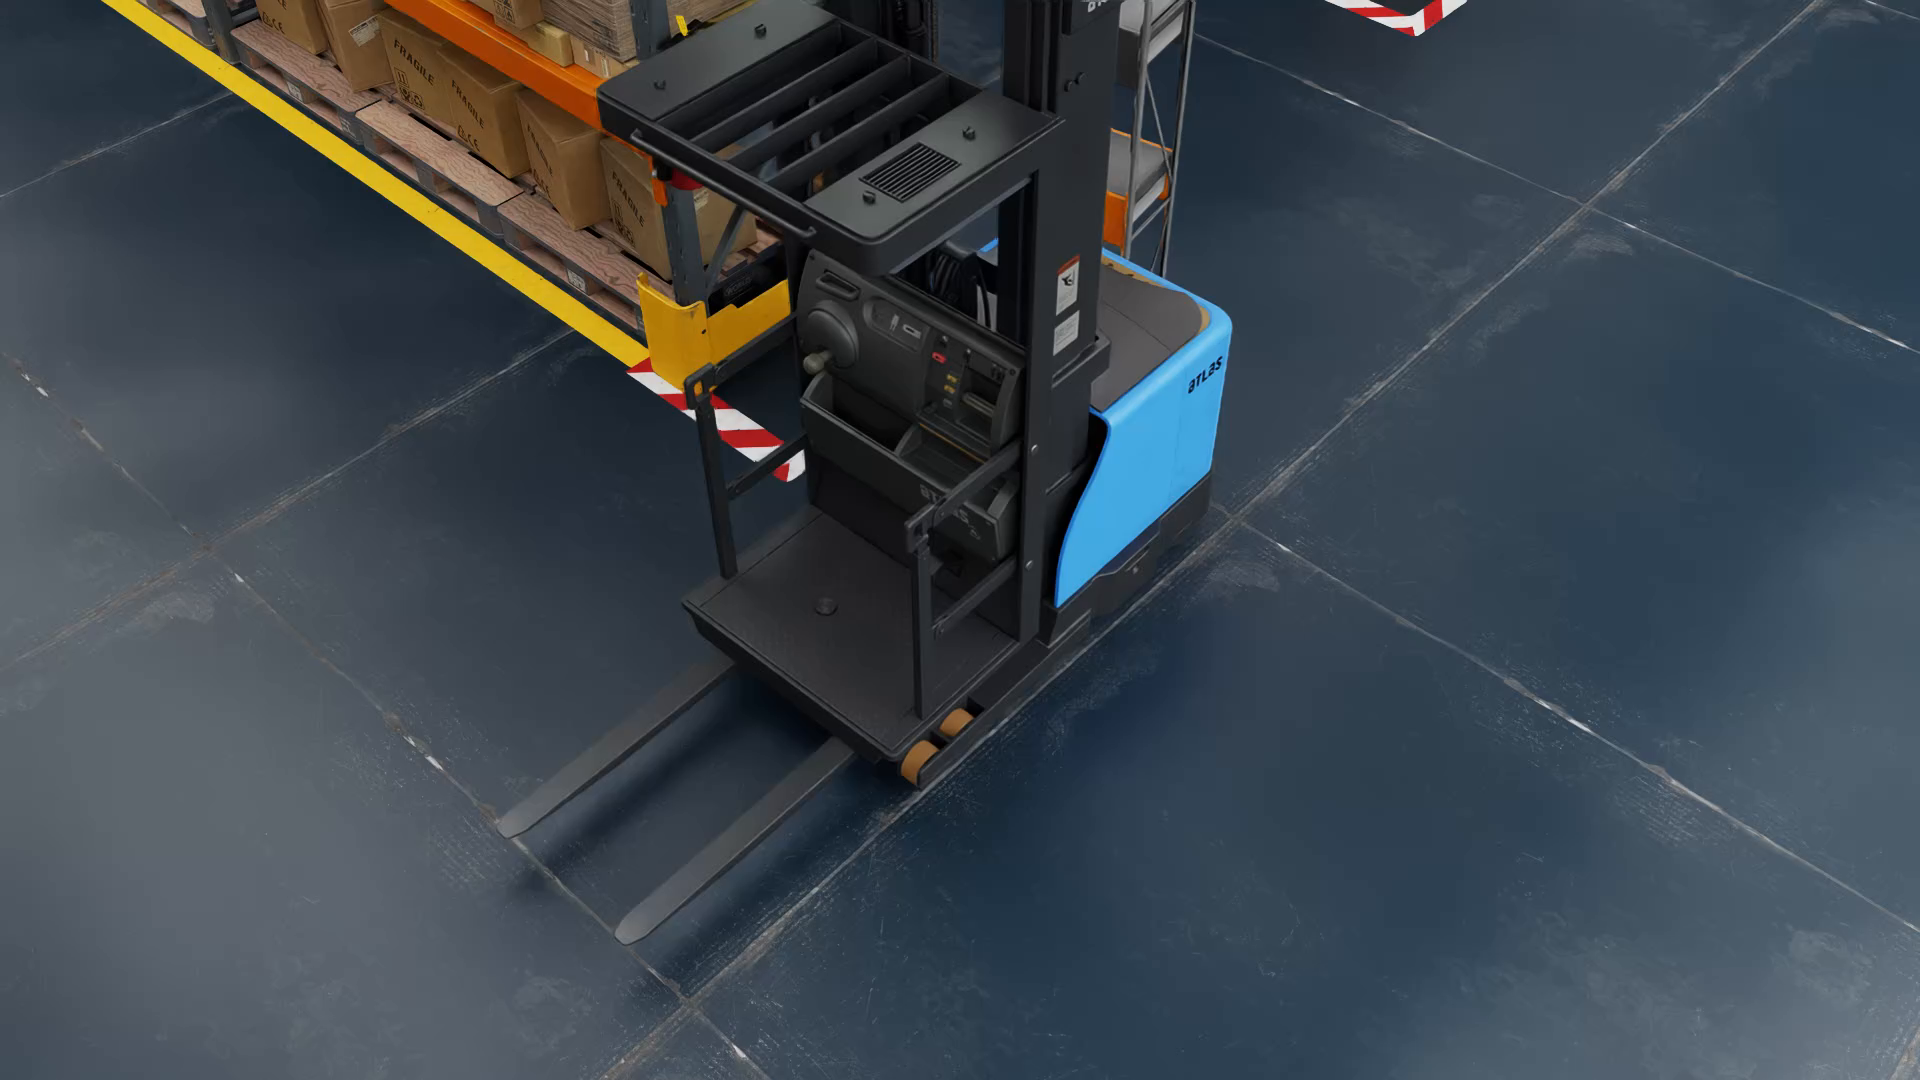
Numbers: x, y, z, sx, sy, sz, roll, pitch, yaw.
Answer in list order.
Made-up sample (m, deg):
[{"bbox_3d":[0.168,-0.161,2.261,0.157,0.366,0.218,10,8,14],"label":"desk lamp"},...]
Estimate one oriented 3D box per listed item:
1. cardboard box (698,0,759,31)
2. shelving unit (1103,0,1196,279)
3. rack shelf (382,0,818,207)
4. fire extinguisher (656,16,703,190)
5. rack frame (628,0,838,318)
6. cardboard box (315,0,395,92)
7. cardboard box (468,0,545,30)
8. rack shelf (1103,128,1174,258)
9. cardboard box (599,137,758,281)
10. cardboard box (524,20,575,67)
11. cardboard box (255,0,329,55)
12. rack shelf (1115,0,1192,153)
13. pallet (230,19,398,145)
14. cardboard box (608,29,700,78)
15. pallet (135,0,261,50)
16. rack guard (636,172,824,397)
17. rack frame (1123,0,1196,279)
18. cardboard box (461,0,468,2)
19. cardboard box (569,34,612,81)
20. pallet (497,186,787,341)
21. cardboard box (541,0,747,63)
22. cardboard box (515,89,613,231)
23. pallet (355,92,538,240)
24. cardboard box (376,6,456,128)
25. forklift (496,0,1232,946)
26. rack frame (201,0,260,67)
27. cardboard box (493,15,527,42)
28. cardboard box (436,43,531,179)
[{"bbox_3d":[-0.906,-2.193,7.032,0.250,0.149,0.380,34,55,28],"label":"cardboard box"},{"bbox_3d":[0.548,-1.366,6.701,0.503,2.100,0.431,25,52,22],"label":"shelving unit"},{"bbox_3d":[-2.328,-2.753,7.879,4.000,0.370,1.077,34,55,28],"label":"rack shelf"},{"bbox_3d":[-1.086,-1.680,6.432,0.183,0.674,0.296,34,55,28],"label":"fire extinguisher"},{"bbox_3d":[-0.858,-2.010,6.688,0.127,3.000,1.000,34,55,28],"label":"rack frame"},{"bbox_3d":[-3.104,-2.778,8.836,0.500,0.500,0.500,-22,51,-19],"label":"cardboard box"},{"bbox_3d":[-1.692,-2.616,6.984,0.500,0.500,0.875,34,55,28],"label":"cardboard box"},{"bbox_3d":[0.548,-1.357,6.711,0.480,0.518,0.431,25,52,22],"label":"rack shelf"},{"bbox_3d":[-1.305,-1.616,7.745,0.500,0.500,0.500,-28,53,-24],"label":"cardboard box"},{"bbox_3d":[-1.609,-2.174,7.015,0.250,0.149,0.380,34,55,28],"label":"cardboard box"},{"bbox_3d":[-3.531,-3.057,9.098,0.500,0.500,0.500,32,55,27],"label":"cardboard box"},{"bbox_3d":[0.548,-1.836,6.201,0.480,0.518,0.431,25,52,22],"label":"rack shelf"},{"bbox_3d":[-3.280,-2.720,9.268,1.213,0.211,1.003,34,55,28],"label":"pallet"},{"bbox_3d":[-1.207,-1.955,6.808,0.250,0.149,0.380,34,55,28],"label":"cardboard box"},{"bbox_3d":[-4.370,-3.418,9.923,1.213,0.211,1.003,34,55,28],"label":"pallet"},{"bbox_3d":[-0.914,-1.192,7.635,0.348,0.500,1.175,34,55,28],"label":"rack guard"},{"bbox_3d":[0.753,-1.270,6.611,0.015,2.100,0.400,25,52,22],"label":"rack frame"},{"bbox_3d":[-2.137,-2.564,7.380,0.250,0.149,0.380,34,55,28],"label":"cardboard box"},{"bbox_3d":[-1.391,-2.078,6.925,0.250,0.149,0.380,34,55,28],"label":"cardboard box"},{"bbox_3d":[-1.487,-1.514,8.135,1.213,0.211,1.003,34,55,28],"label":"pallet"},{"bbox_3d":[-1.243,-2.433,6.813,0.500,0.500,0.875,34,55,28],"label":"cardboard box"},{"bbox_3d":[-1.768,-1.893,8.005,0.500,0.500,0.500,-25,52,-21],"label":"cardboard box"},{"bbox_3d":[-2.379,-2.117,8.702,1.213,0.211,1.003,34,55,28],"label":"pallet"},{"bbox_3d":[-2.595,-2.513,8.587,0.500,0.500,0.500,29,53,25],"label":"cardboard box"},{"bbox_3d":[-0.321,-0.536,5.351,1.130,2.935,3.031,33,55,27],"label":"forklift"},{"bbox_3d":[-3.797,-3.988,8.545,0.127,3.000,1.000,34,55,28],"label":"rack frame"},{"bbox_3d":[-1.783,-2.306,7.139,0.250,0.149,0.380,34,55,28],"label":"cardboard box"},{"bbox_3d":[-2.215,-2.213,8.305,0.500,0.500,0.500,-33,55,-27],"label":"cardboard box"}]
